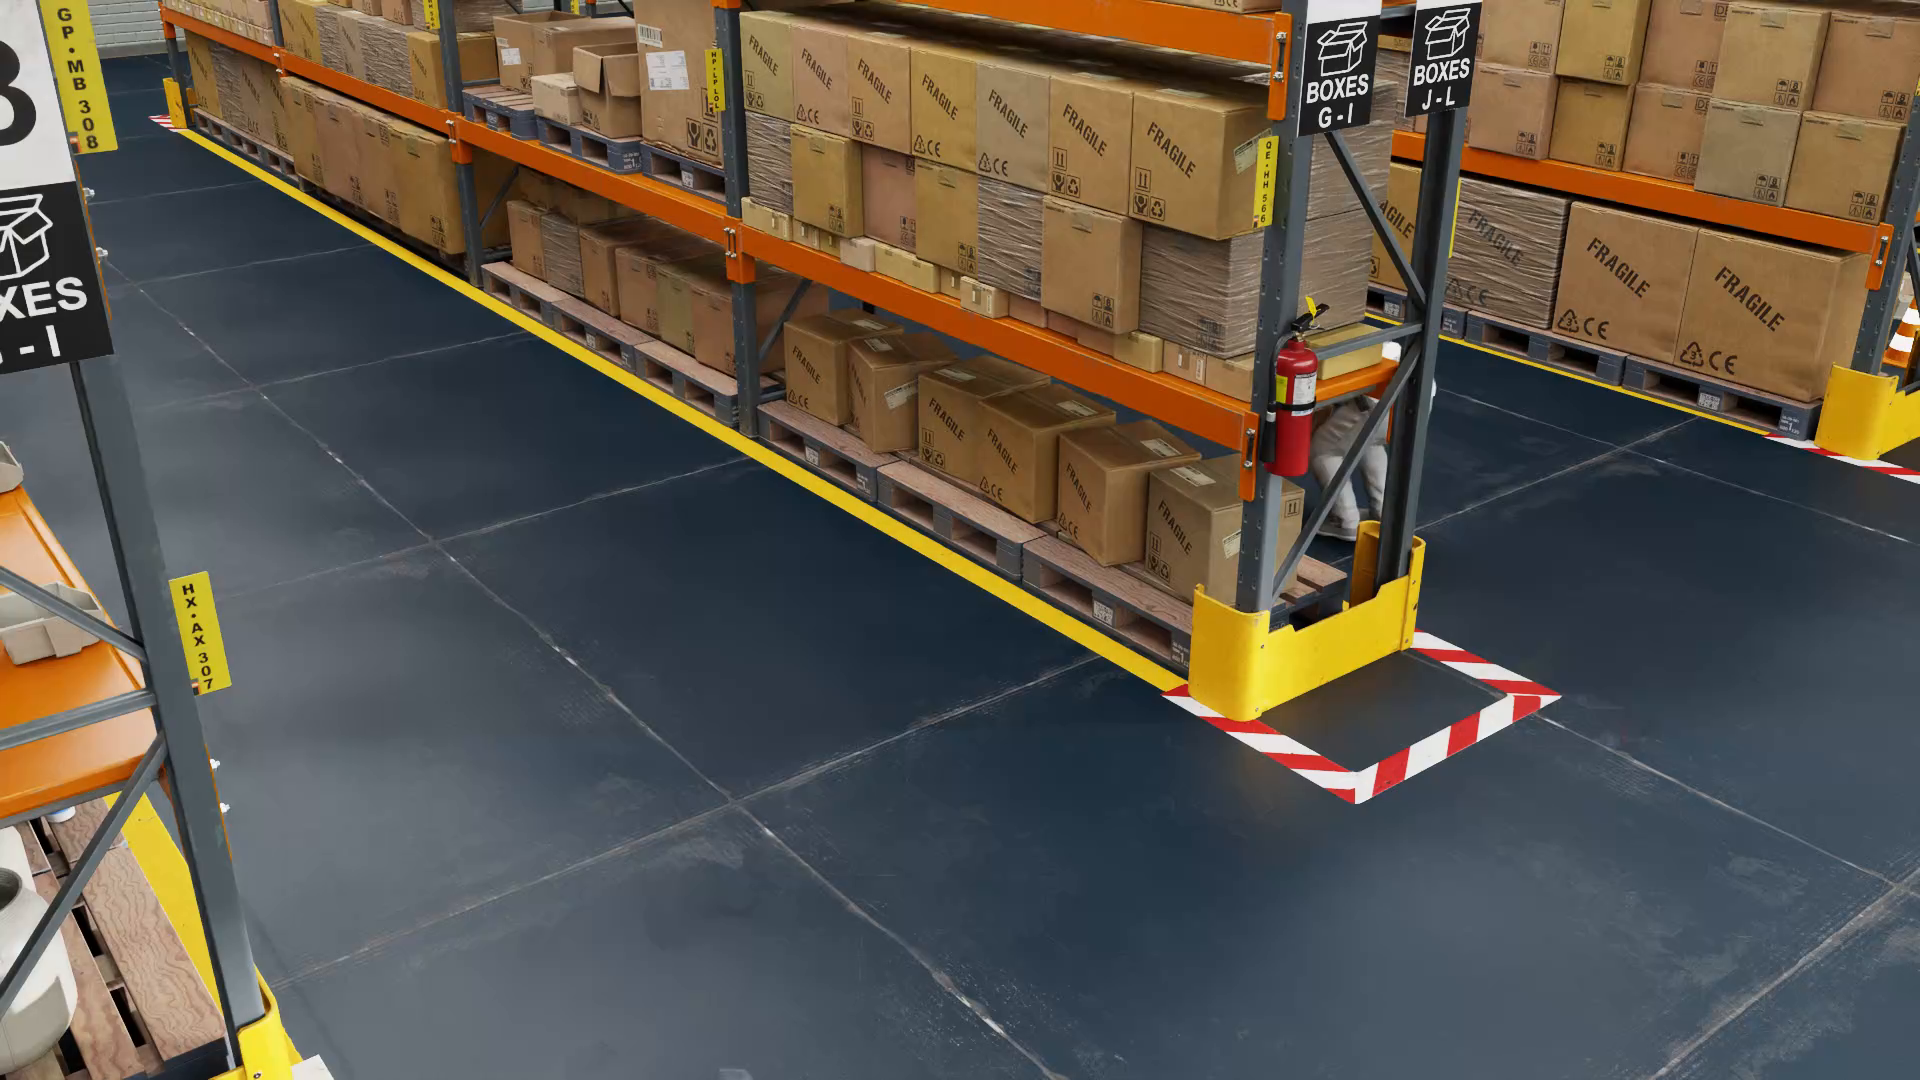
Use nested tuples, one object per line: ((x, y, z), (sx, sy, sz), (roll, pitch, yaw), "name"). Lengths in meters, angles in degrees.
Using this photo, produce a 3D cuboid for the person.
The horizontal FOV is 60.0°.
((1.955, -0.597, 8.555), (0.487, 1.111, 0.929), (-21, 32, -38), "person")
